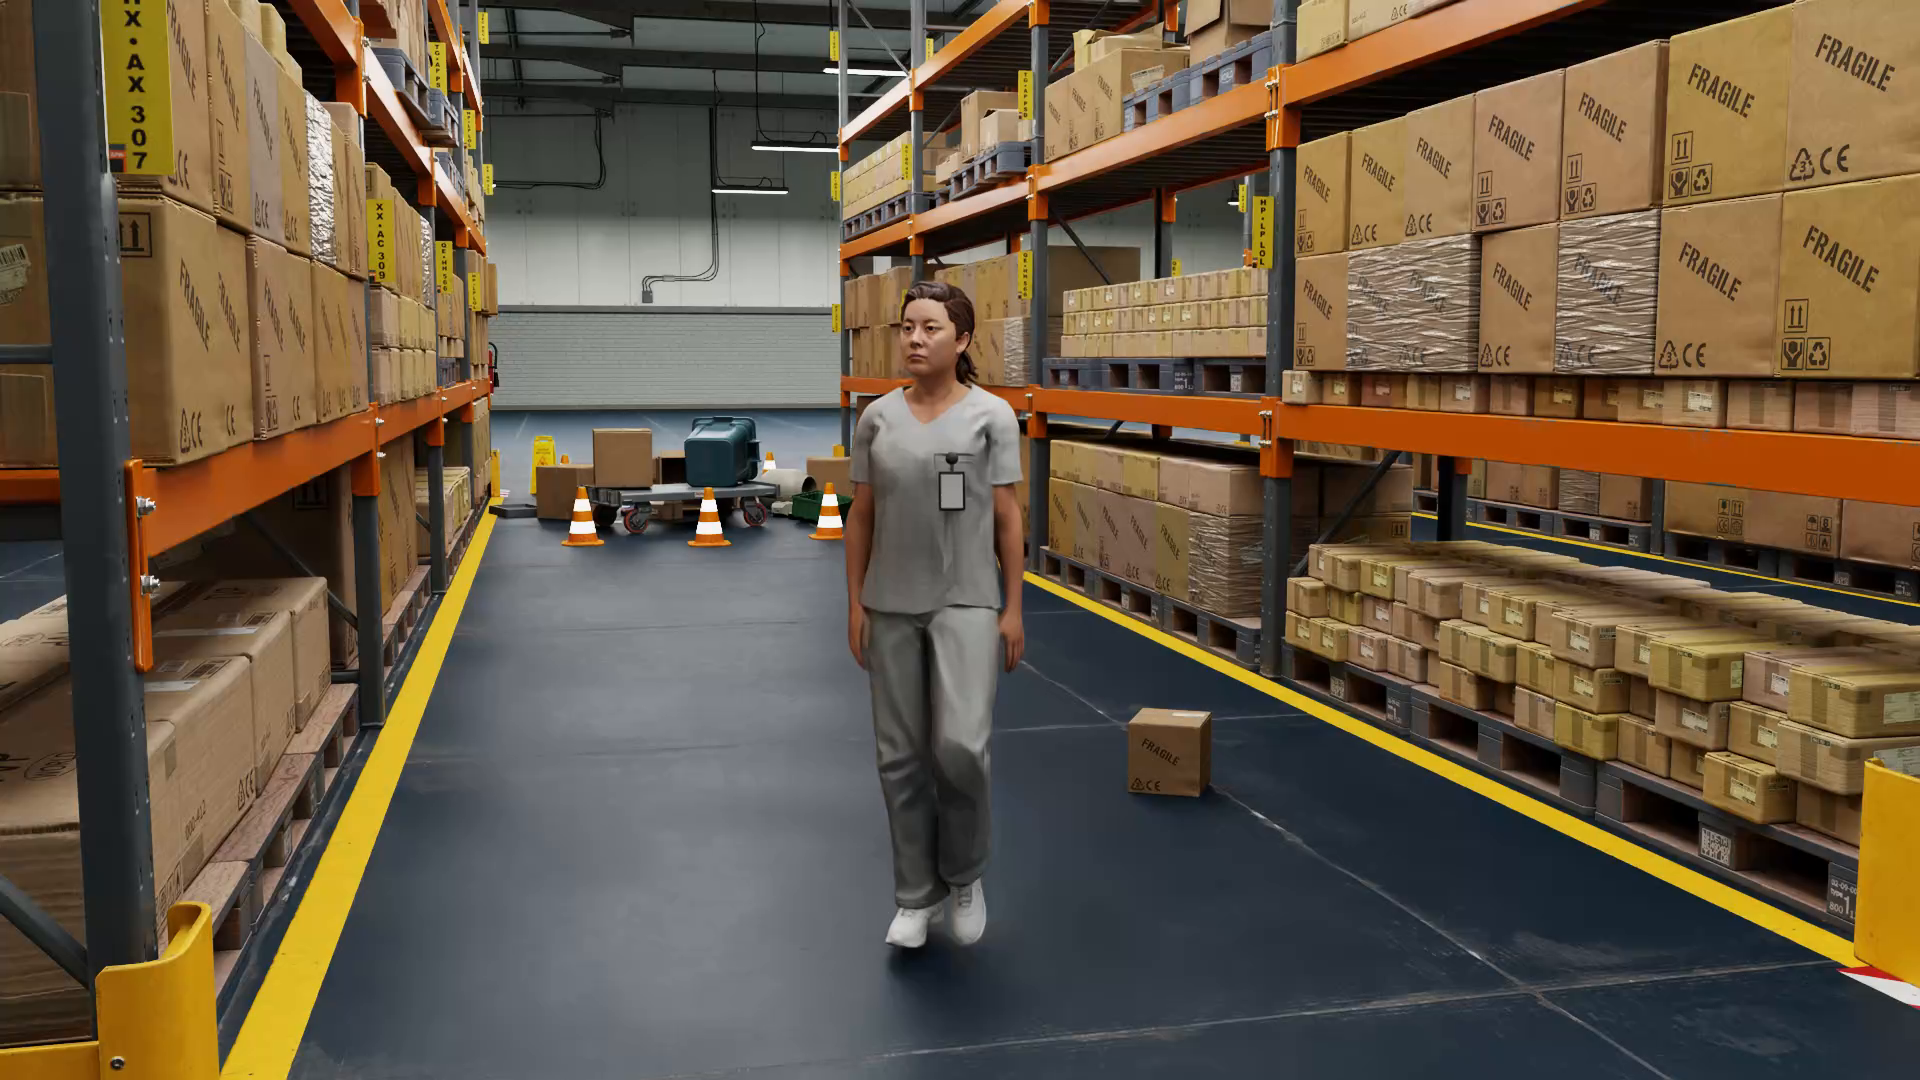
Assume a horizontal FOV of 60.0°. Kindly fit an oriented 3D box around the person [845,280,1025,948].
[{"bbox_3d":[-0.082,0.194,4.138,0.460,1.666,0.460,2,6,16],"label":"person"}]
